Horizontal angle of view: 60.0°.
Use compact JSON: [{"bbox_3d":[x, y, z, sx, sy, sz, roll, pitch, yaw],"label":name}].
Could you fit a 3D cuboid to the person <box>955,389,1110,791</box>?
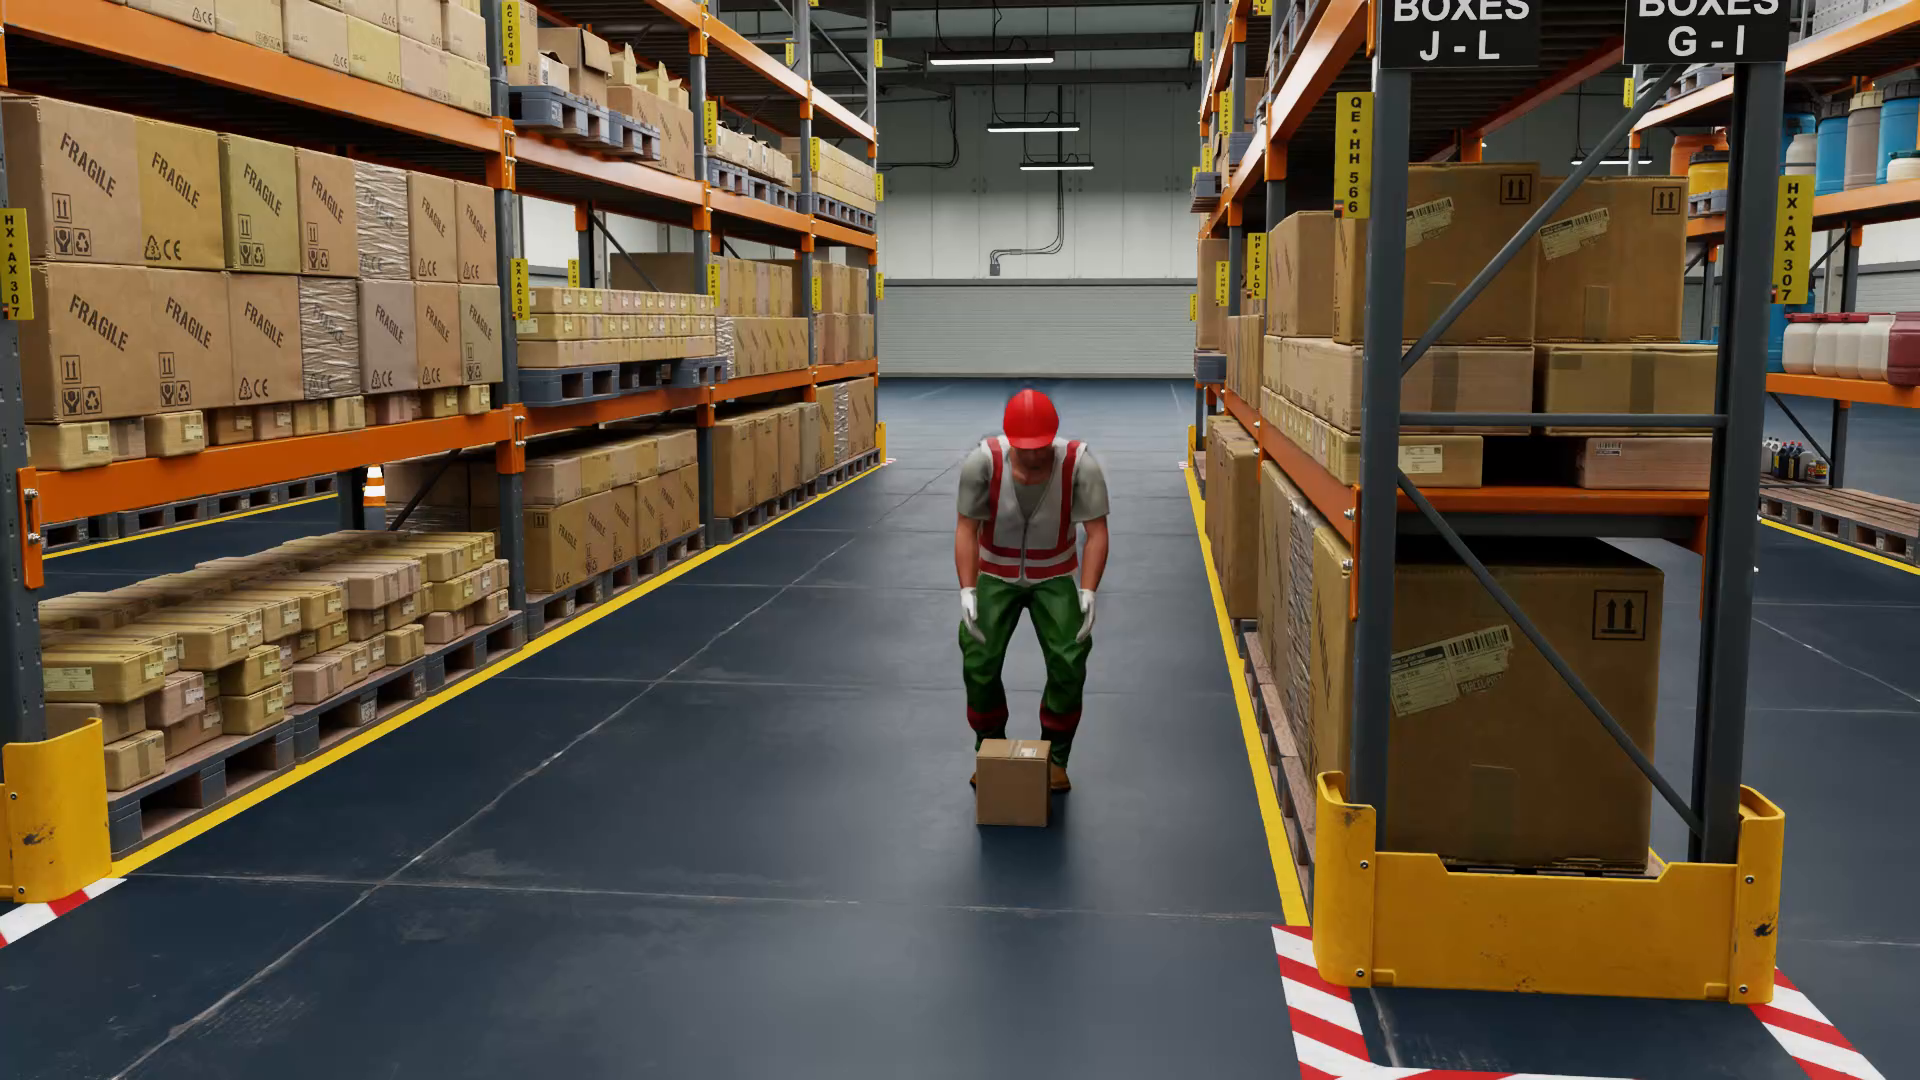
[{"bbox_3d":[4.126,-0.479,11.342,7.045,1.528,11.702,1,8,7],"label":"person"}]
